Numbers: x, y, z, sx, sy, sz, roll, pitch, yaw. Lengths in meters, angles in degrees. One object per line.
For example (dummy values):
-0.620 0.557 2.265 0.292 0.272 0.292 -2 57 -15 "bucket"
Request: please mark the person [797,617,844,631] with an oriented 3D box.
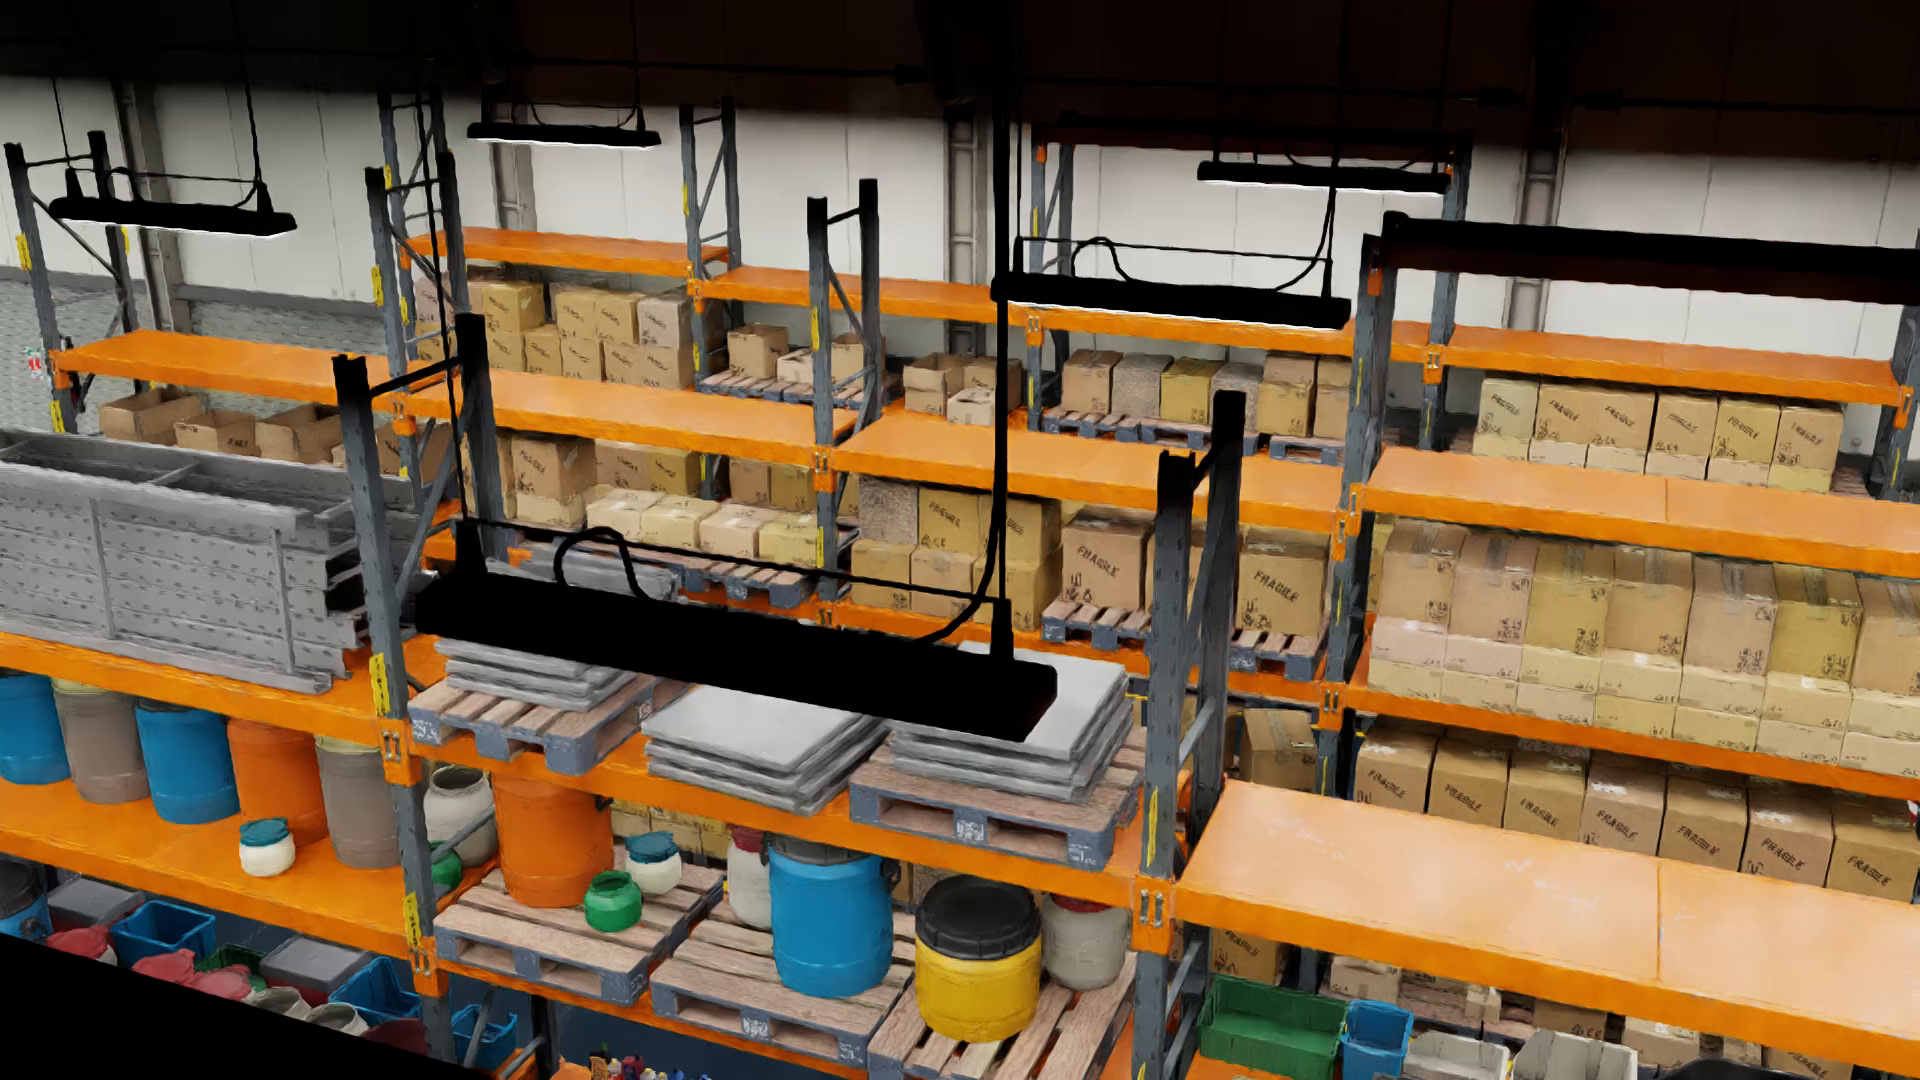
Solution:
-1.456 1.193 16.829 1.110 1.725 0.600 8 22 19 "person"
